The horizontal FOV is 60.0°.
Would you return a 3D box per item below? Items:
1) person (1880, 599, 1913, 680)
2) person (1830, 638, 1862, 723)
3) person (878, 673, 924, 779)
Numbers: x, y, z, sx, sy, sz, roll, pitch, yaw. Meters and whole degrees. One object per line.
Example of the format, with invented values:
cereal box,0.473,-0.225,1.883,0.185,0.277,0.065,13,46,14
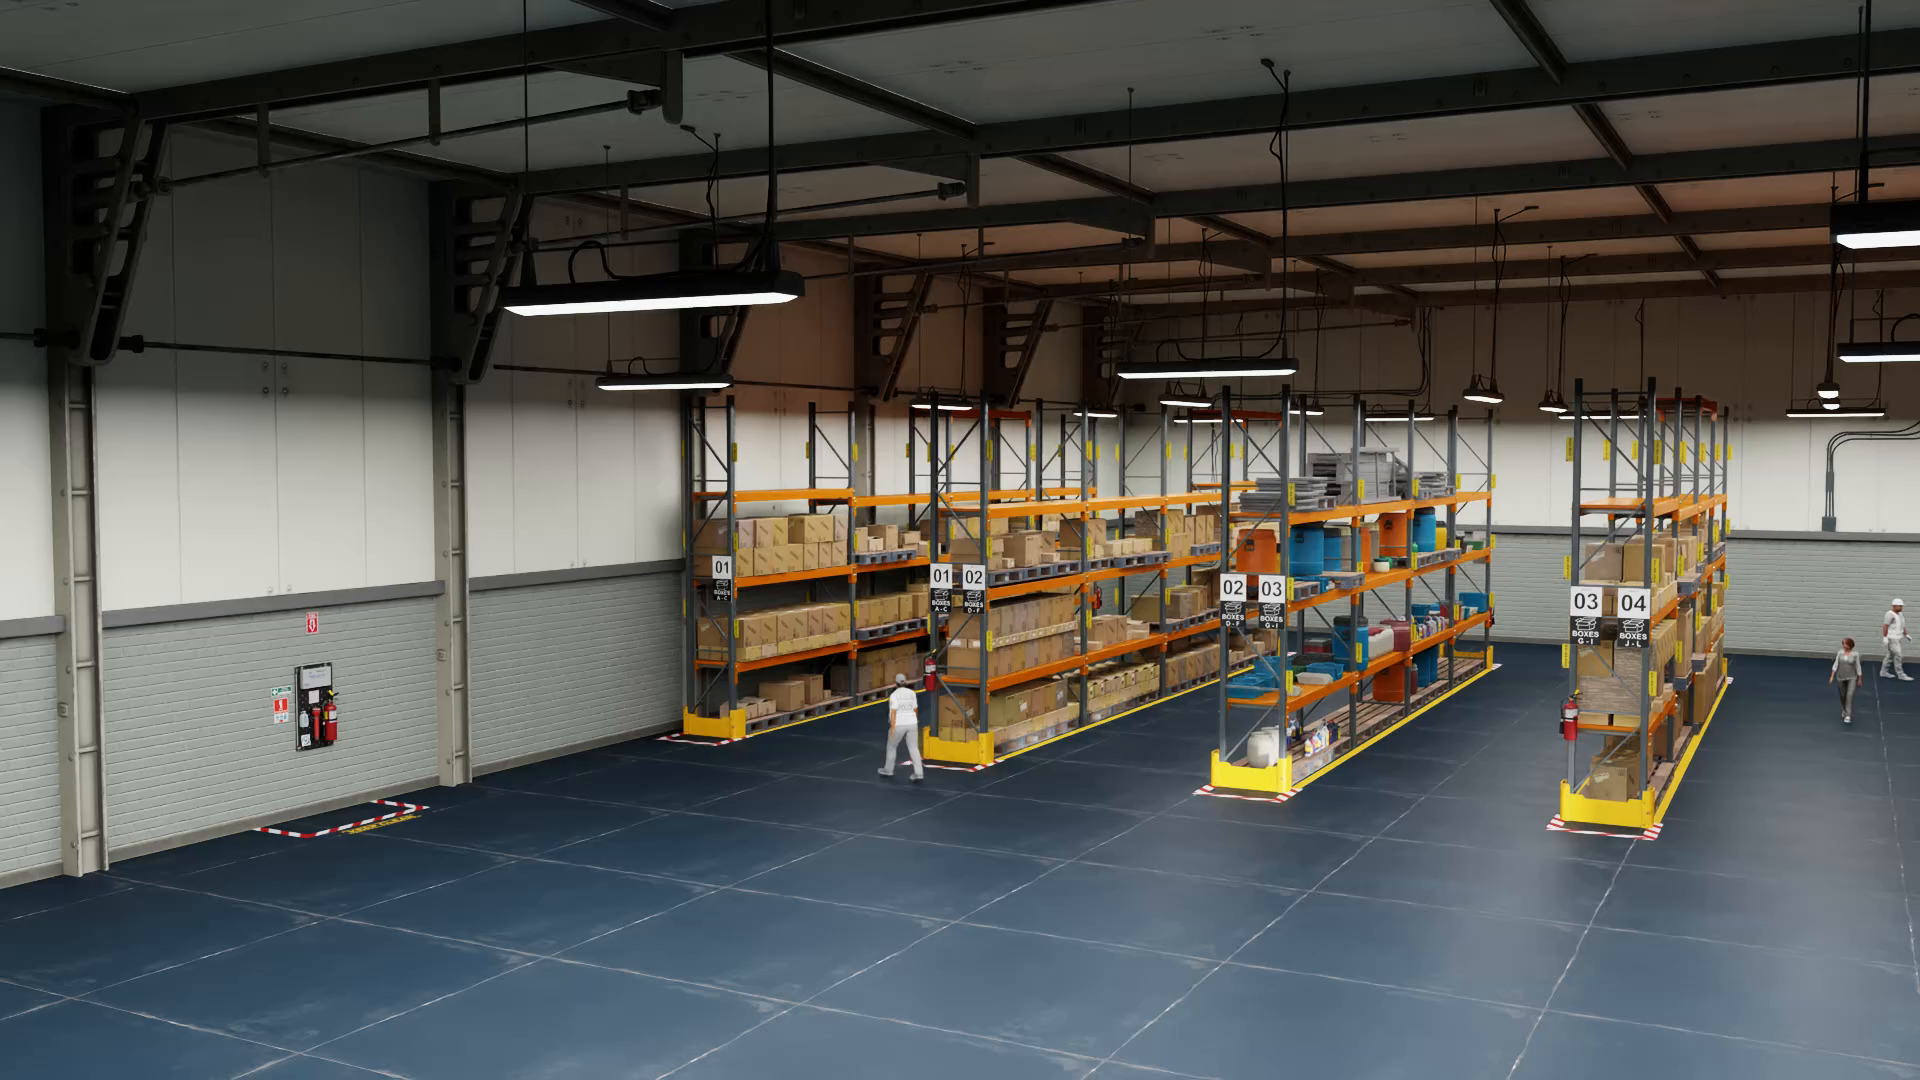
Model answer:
person,20.652,2.174,36.583,0.607,1.763,0.738,-2,4,-39
person,16.470,2.581,30.911,0.524,1.543,0.952,2,4,34
person,-0.878,2.844,25.472,0.526,1.598,1.026,-2,3,-31
